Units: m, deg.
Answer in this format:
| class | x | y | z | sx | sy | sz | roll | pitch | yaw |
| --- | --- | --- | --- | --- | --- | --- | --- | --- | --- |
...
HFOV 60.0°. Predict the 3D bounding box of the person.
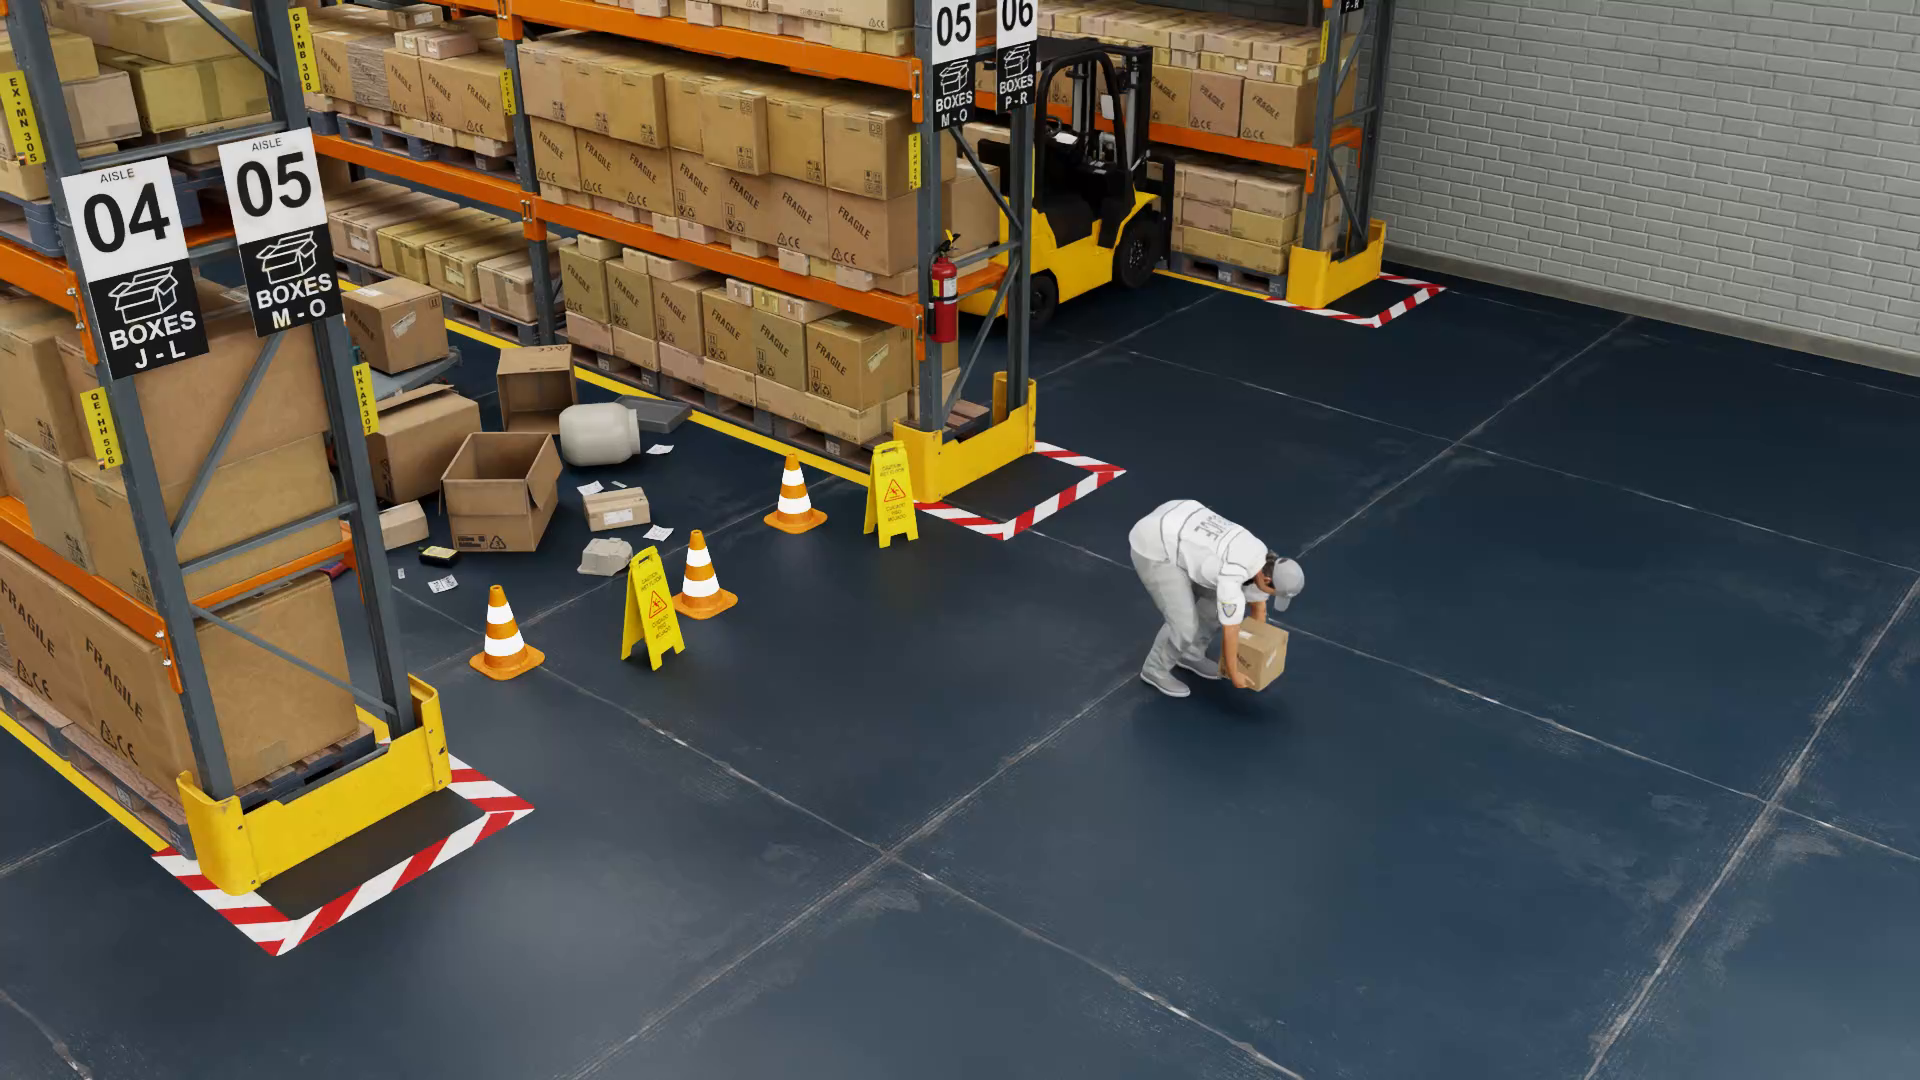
| class | x | y | z | sx | sy | sz | roll | pitch | yaw |
| --- | --- | --- | --- | --- | --- | --- | --- | --- | --- |
| person | 1.324 | 0.343 | 8.667 | 0.949 | 1.014 | 0.484 | 19 | 33 | 32 |
